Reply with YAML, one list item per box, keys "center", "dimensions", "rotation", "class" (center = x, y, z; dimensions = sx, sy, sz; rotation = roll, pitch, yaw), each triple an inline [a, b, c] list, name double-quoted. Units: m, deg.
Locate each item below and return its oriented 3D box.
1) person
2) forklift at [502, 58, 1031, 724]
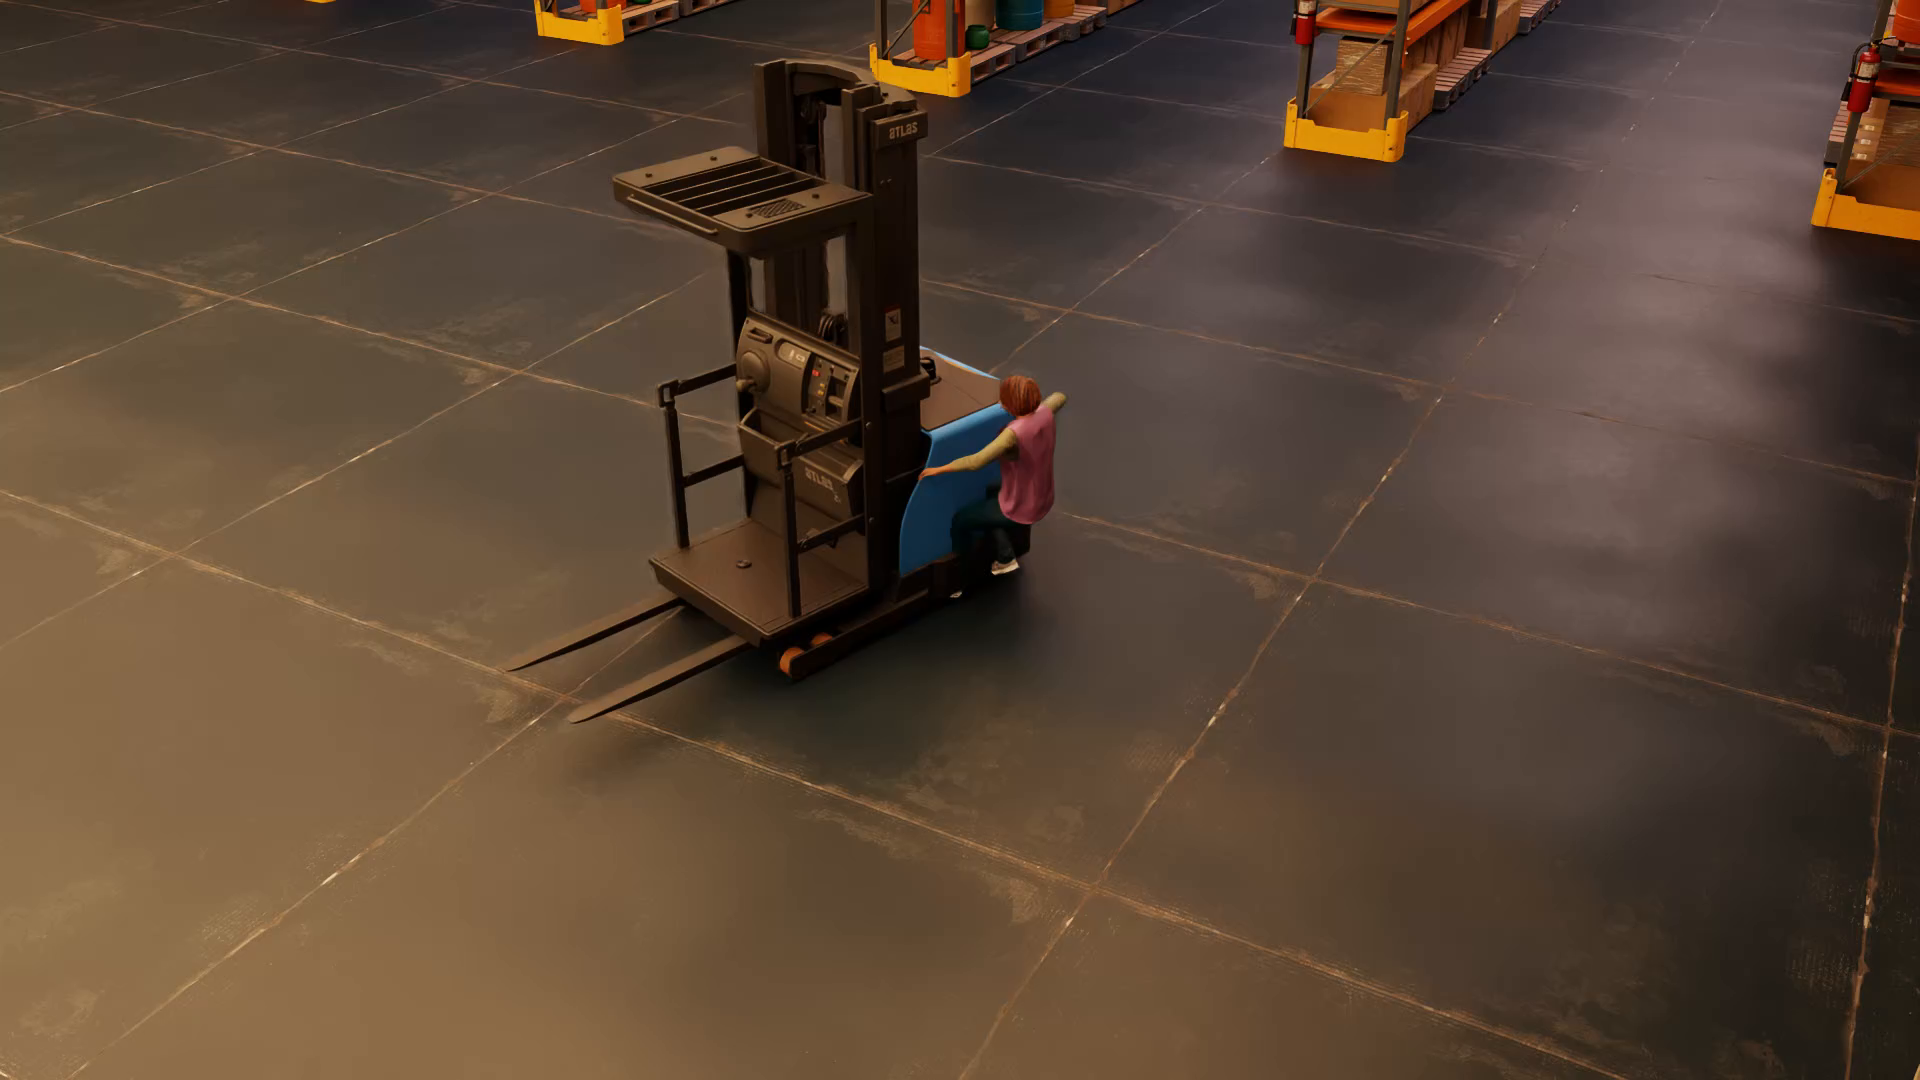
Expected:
- center: [0.153, -0.306, 9.127]
  dimensions: [0.732, 1.387, 0.967]
  rotation: [18, 35, 28]
  class: "person"
- center: [-1.002, -0.833, 8.514]
  dimensions: [3.031, 2.935, 1.130]
  rotation: [-25, 39, -37]
  class: "forklift"
